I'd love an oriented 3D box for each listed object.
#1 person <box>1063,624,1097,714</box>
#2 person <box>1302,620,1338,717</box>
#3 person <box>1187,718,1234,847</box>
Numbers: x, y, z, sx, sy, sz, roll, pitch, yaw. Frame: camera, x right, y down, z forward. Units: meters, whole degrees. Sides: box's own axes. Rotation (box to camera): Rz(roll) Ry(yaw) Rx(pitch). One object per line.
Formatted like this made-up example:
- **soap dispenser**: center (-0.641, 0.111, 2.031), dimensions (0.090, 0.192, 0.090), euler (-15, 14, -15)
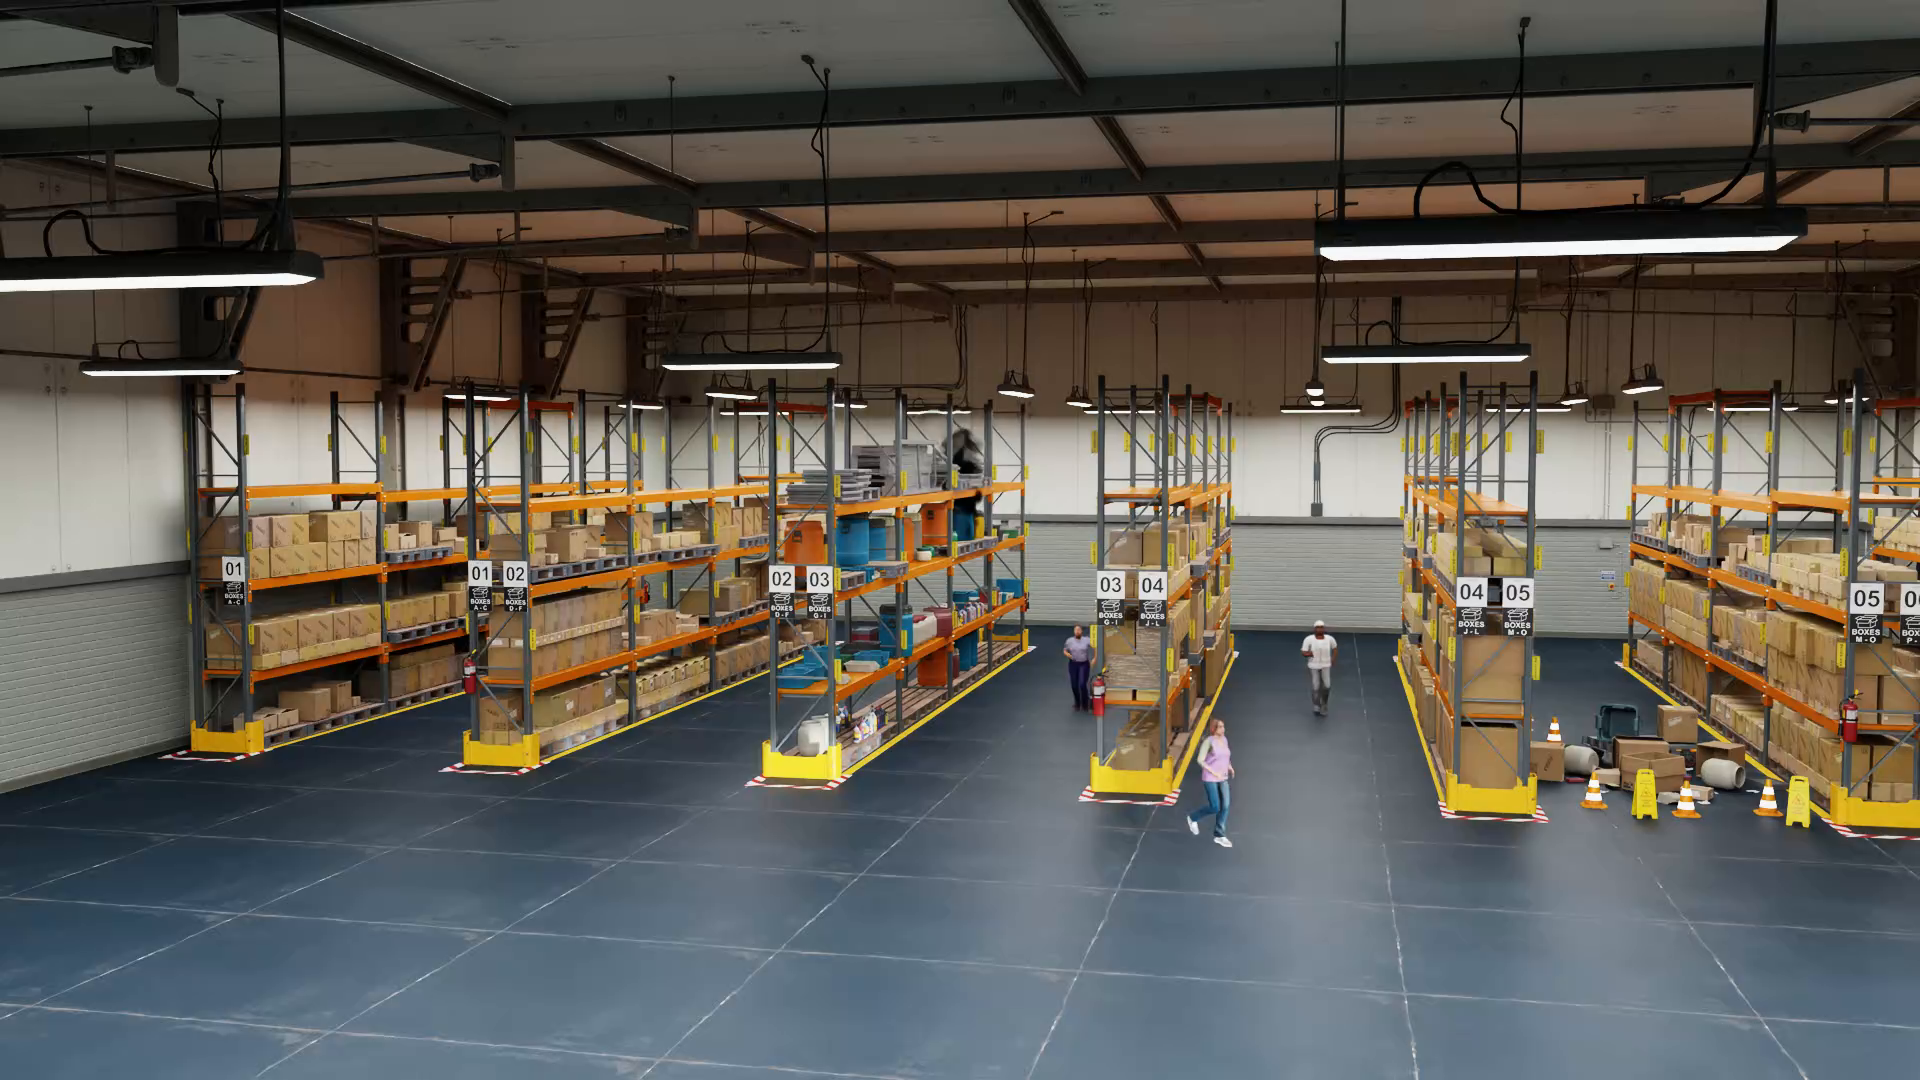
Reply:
- **person**: center (2.237, 2.426, 31.091), dimensions (0.617, 1.713, 0.717), euler (1, 3, 16)
- **person**: center (6.648, 2.376, 30.680), dimensions (0.676, 1.782, 0.659), euler (0, 3, 7)
- **person**: center (3.181, 3.025, 20.929), dimensions (0.566, 1.592, 0.670), euler (-3, 4, -39)
